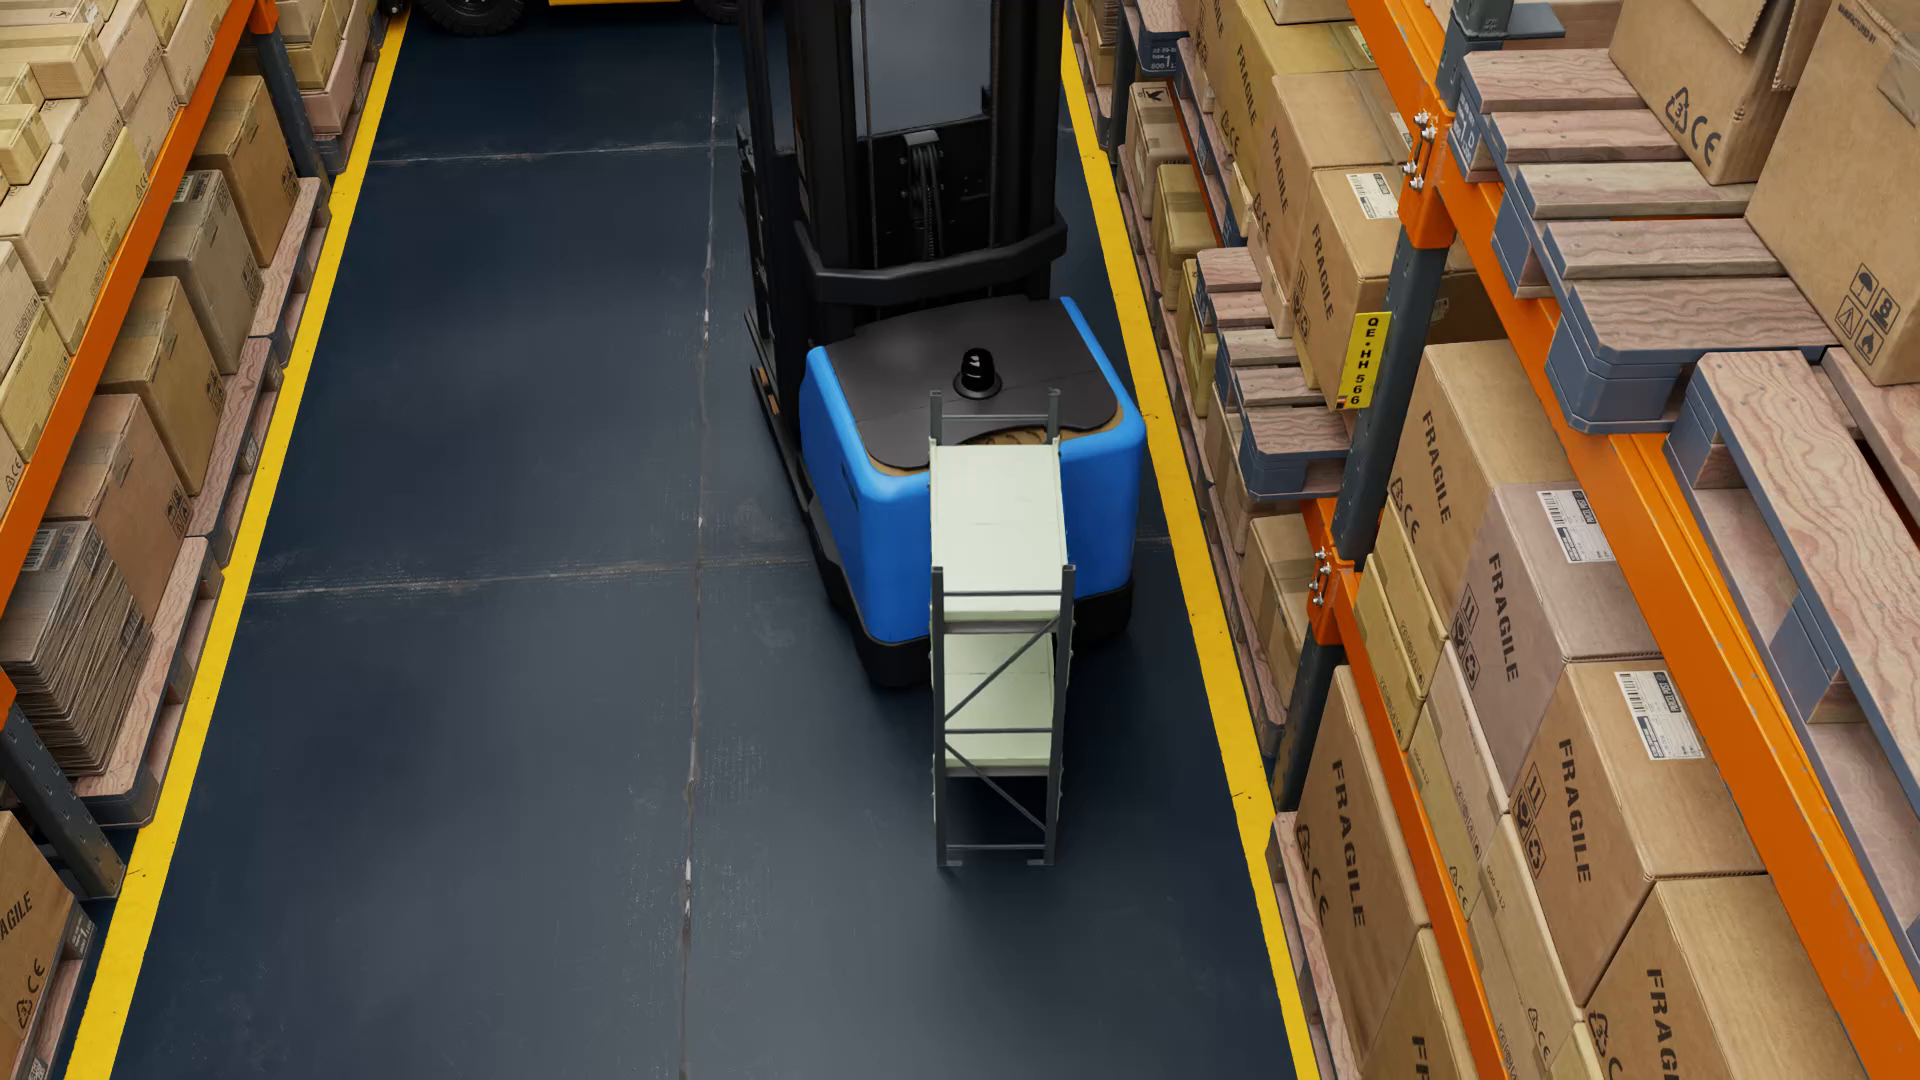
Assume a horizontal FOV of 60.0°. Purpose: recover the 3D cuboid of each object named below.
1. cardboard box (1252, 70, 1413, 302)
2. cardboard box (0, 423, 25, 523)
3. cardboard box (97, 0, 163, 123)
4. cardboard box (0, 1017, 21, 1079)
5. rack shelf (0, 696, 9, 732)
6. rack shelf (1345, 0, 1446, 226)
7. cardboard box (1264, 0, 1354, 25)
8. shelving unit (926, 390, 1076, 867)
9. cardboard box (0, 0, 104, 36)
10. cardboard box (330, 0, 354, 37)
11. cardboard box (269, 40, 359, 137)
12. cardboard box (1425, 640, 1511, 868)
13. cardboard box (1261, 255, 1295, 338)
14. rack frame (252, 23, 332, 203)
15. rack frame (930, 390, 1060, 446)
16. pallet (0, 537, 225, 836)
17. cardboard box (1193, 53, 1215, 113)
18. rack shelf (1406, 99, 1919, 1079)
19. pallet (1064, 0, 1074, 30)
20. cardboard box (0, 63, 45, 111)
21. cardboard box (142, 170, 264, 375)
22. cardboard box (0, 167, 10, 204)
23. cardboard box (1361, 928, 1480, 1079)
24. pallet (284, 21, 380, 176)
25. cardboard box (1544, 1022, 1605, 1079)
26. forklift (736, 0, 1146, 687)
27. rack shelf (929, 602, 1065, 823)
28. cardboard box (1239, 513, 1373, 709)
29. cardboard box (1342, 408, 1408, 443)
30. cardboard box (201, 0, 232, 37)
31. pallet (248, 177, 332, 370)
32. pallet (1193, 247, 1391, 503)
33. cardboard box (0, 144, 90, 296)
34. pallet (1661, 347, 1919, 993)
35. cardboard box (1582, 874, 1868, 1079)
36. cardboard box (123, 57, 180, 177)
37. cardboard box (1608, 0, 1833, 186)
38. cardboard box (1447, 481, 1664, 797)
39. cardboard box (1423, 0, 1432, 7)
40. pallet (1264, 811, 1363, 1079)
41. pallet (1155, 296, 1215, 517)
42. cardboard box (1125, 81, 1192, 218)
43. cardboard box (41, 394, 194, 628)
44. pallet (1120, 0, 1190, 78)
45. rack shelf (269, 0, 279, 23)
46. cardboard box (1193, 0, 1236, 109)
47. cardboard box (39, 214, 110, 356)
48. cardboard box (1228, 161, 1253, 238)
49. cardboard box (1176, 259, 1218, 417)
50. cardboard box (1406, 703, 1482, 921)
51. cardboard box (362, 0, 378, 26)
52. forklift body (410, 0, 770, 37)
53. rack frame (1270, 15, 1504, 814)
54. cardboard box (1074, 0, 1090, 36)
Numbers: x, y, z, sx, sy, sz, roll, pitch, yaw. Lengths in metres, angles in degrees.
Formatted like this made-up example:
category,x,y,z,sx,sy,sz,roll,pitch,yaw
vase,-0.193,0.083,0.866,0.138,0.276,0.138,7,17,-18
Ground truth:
category,x,y,z,sx,sy,sz,roll,pitch,yaw
cardboard box,1.236,-1.106,5.168,0.500,0.500,0.500,-4,47,-4
cardboard box,-3.134,-0.119,4.900,0.500,0.250,0.500,-3,47,-3
cardboard box,-3.292,-1.767,6.117,0.500,0.250,0.500,-3,47,-3
cardboard box,-3.059,1.536,4.662,0.500,0.500,0.500,-4,47,-4
rack shelf,-3.173,1.860,3.418,1.077,0.370,4.000,-3,47,-3
rack shelf,1.438,-2.370,5.358,1.077,0.370,4.000,-3,47,-3
cardboard box,1.188,-1.810,5.388,0.380,0.149,0.250,-6,47,-5
shelving unit,0.114,0.328,5.406,0.431,1.500,0.755,-1,47,-1
cardboard box,-3.289,-1.830,5.901,0.380,0.149,0.250,-3,47,-3
cardboard box,-3.452,-2.833,8.627,0.500,0.250,0.500,-4,47,-4
cardboard box,-3.386,-2.298,8.465,0.500,0.250,0.500,-3,47,-3
cardboard box,1.444,0.496,3.973,0.500,0.250,0.500,-2,47,-2
cardboard box,1.183,-0.789,5.315,0.380,0.149,0.250,-4,47,-4
rack frame,-3.675,-2.729,7.268,1.000,3.000,0.127,-3,47,-3
rack frame,0.108,0.063,5.658,0.400,1.500,0.023,-1,47,-1
pallet,-3.370,0.526,6.106,1.003,0.211,1.213,-3,47,-3
cardboard box,1.084,-1.727,6.204,0.380,0.149,0.250,-2,47,-2
rack shelf,1.773,0.524,2.618,1.077,0.370,4.000,-3,47,-3
pallet,1.074,-3.443,9.865,1.003,0.211,1.213,-3,47,-3
cardboard box,-3.310,-1.456,5.548,0.380,0.149,0.250,-3,47,-3
cardboard box,-3.563,-1.118,7.089,0.875,0.625,0.625,-4,47,-4
cardboard box,-3.230,-1.087,5.197,0.380,0.149,0.250,-3,47,-3
cardboard box,1.651,1.597,4.345,0.875,0.875,0.875,-3,47,-3
pallet,-3.700,-2.348,8.828,1.003,0.211,1.213,-3,47,-3
cardboard box,1.503,1.225,3.283,0.500,0.250,0.500,-3,47,-3
forklift,-0.280,-1.559,6.207,1.130,2.935,3.031,-13,48,-12
rack shelf,0.114,0.553,5.643,0.431,0.370,0.720,-1,47,-1
cardboard box,1.568,0.211,6.005,0.950,0.372,0.625,-6,47,-6
cardboard box,1.344,-0.420,4.966,0.380,0.149,0.250,-2,47,-2
cardboard box,-3.372,-2.329,6.993,0.500,0.250,0.500,-3,47,-2
pallet,-3.575,-1.239,7.778,1.003,0.211,1.213,-3,47,-3
pallet,1.440,-0.582,5.368,1.213,0.211,1.003,-3,47,-3
cardboard box,-3.201,-1.033,5.421,0.500,0.250,0.500,-5,47,-4
pallet,1.809,0.166,2.591,1.003,0.211,1.213,-2,47,-1
cardboard box,1.521,0.953,3.024,0.500,0.500,0.500,-3,47,-3
cardboard box,-3.314,-1.604,6.306,0.500,0.250,0.500,-3,47,-3
cardboard box,1.788,-1.087,3.287,0.797,0.503,0.637,-6,47,-6
cardboard box,1.454,0.213,3.725,0.500,0.500,0.500,-3,47,-3
cardboard box,1.341,-1.479,4.192,0.380,0.149,0.250,-3,47,-3
pallet,1.597,1.395,5.284,1.003,0.211,1.213,-3,47,-3
pallet,1.443,-0.626,7.198,1.003,0.211,1.213,-3,47,-3
cardboard box,1.317,-1.895,7.999,0.950,0.372,0.625,-3,47,-3
cardboard box,-3.441,-0.087,6.113,0.875,0.625,0.625,-2,47,-2
pallet,1.190,-2.405,7.094,1.003,0.211,1.213,-3,47,-3
rack shelf,-3.843,-3.928,8.900,1.077,0.370,4.000,-3,47,-3
cardboard box,1.148,-1.866,5.888,0.500,0.500,0.500,-5,47,-5
cardboard box,-3.221,-0.856,5.598,0.500,0.250,0.500,-5,47,-5
cardboard box,1.133,-1.170,5.676,0.380,0.149,0.250,-3,47,-3
cardboard box,1.441,-0.872,7.030,0.950,0.372,0.625,-2,47,-2
cardboard box,1.456,0.652,4.170,0.500,0.250,0.500,-5,47,-4
cardboard box,-3.502,-3.035,9.163,0.500,0.250,0.500,-3,47,-3
forklift body,-2.033,-4.070,9.123,2.313,2.155,1.214,-3,47,-3
rack frame,1.606,-0.139,4.816,1.000,3.000,0.127,-3,47,-3
cardboard box,0.899,-3.028,9.157,0.500,0.250,0.500,-5,47,-4
